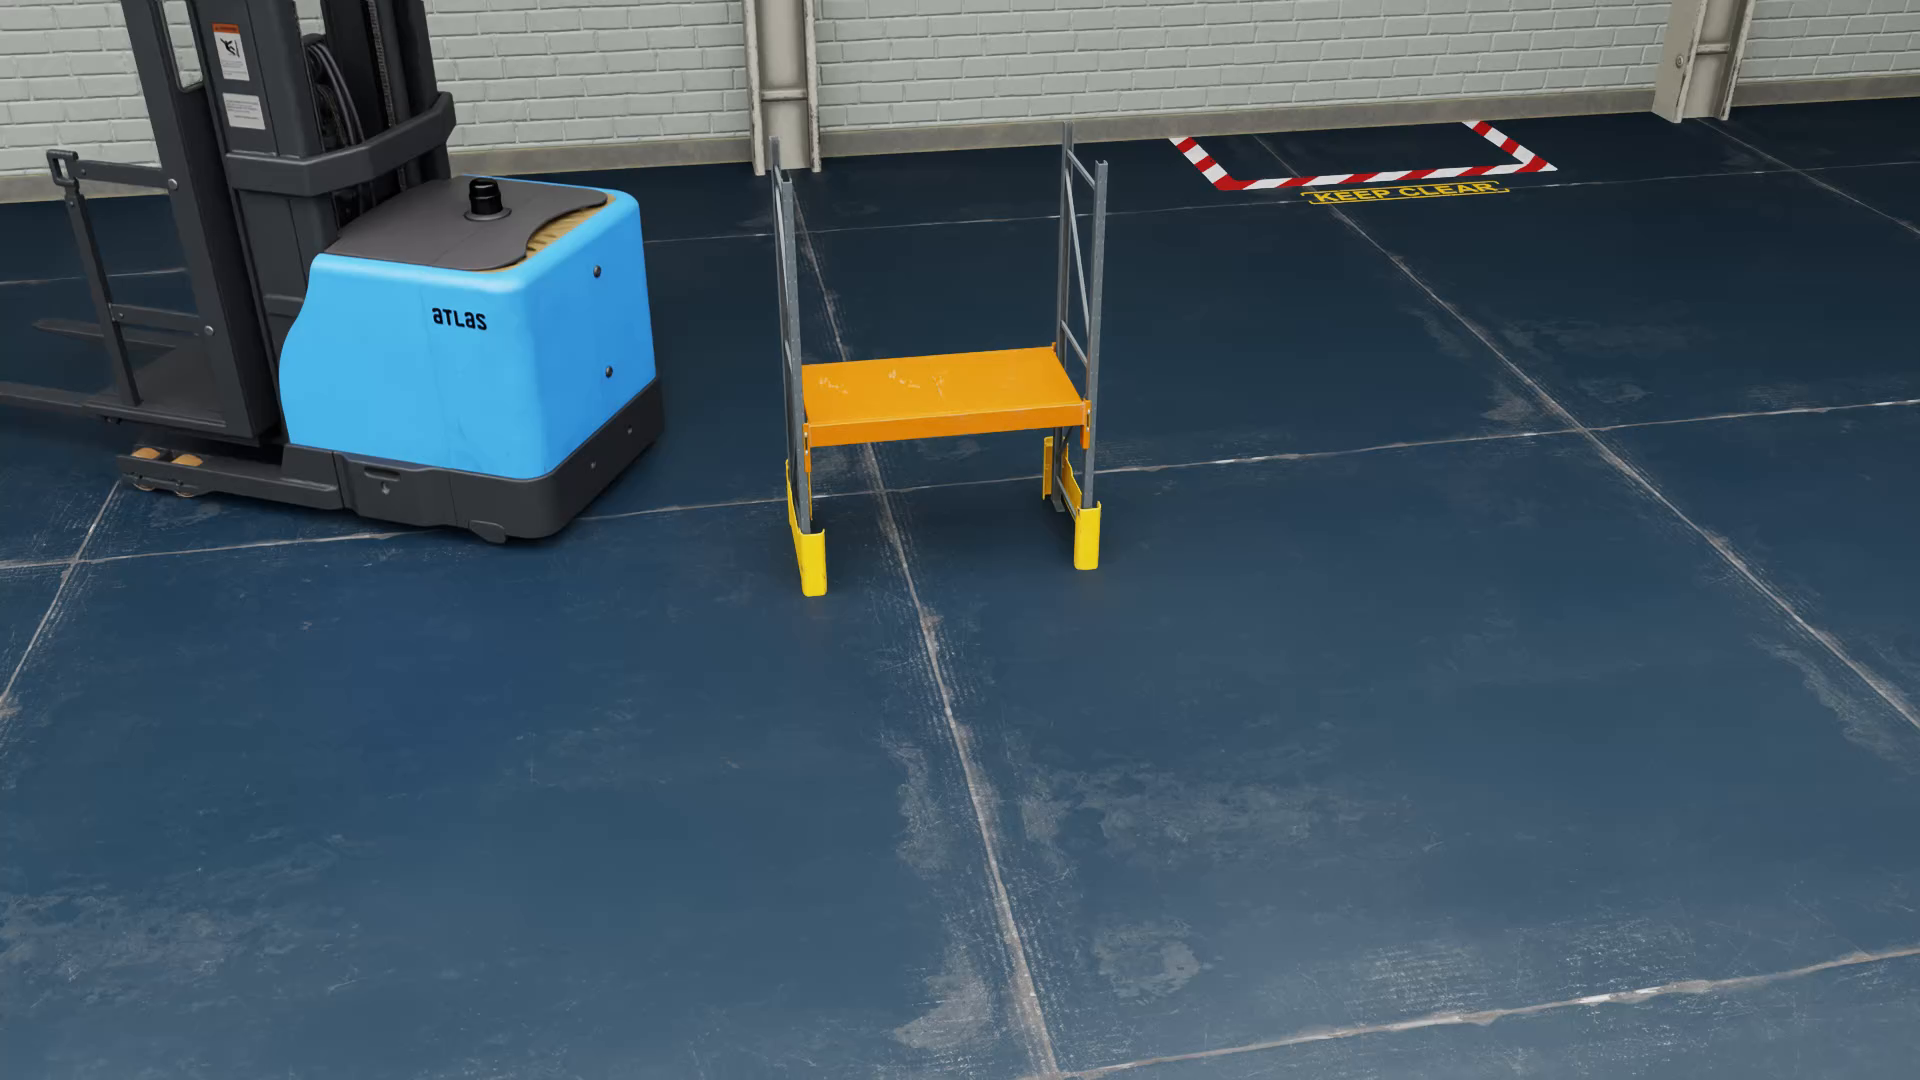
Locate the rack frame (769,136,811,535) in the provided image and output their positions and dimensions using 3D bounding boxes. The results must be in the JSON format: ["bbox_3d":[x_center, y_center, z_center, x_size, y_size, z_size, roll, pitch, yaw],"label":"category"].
[{"bbox_3d":[-0.584,-0.592,5.778,0.032,1.500,0.500,-5,31,-9],"label":"rack frame"}]

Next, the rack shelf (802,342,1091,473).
[{"bbox_3d":[-0.084,-0.484,5.948,1.000,0.185,0.538,-5,31,-9],"label":"rack shelf"}]

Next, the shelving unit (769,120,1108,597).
[{"bbox_3d":[-0.075,-0.640,5.858,1.083,1.500,0.587,-5,31,-9],"label":"shelving unit"}]

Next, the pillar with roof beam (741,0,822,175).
[{"bbox_3d":[-0.282,-4.013,4.197,0.400,9.000,9.100,-5,31,-9],"label":"pillar with roof beam"}]

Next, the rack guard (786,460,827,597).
[{"bbox_3d":[-0.565,-0.055,6.097,0.087,0.250,0.587,-5,31,-9],"label":"rack guard"}]

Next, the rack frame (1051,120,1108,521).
[{"bbox_3d":[0.416,-0.685,5.936,0.032,1.500,0.500,-5,31,-9],"label":"rack frame"}]

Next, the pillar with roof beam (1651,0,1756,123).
[{"bbox_3d":[5.620,-4.561,5.128,0.400,9.000,9.100,-5,31,-9],"label":"pillar with roof beam"}]

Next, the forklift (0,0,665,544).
[{"bbox_3d":[-2.799,-1.674,6.205,3.031,2.935,1.130,9,32,15],"label":"forklift"}]

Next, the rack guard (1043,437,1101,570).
[{"bbox_3d":[0.415,-0.146,6.252,0.087,0.250,0.587,-5,31,-9],"label":"rack guard"}]
